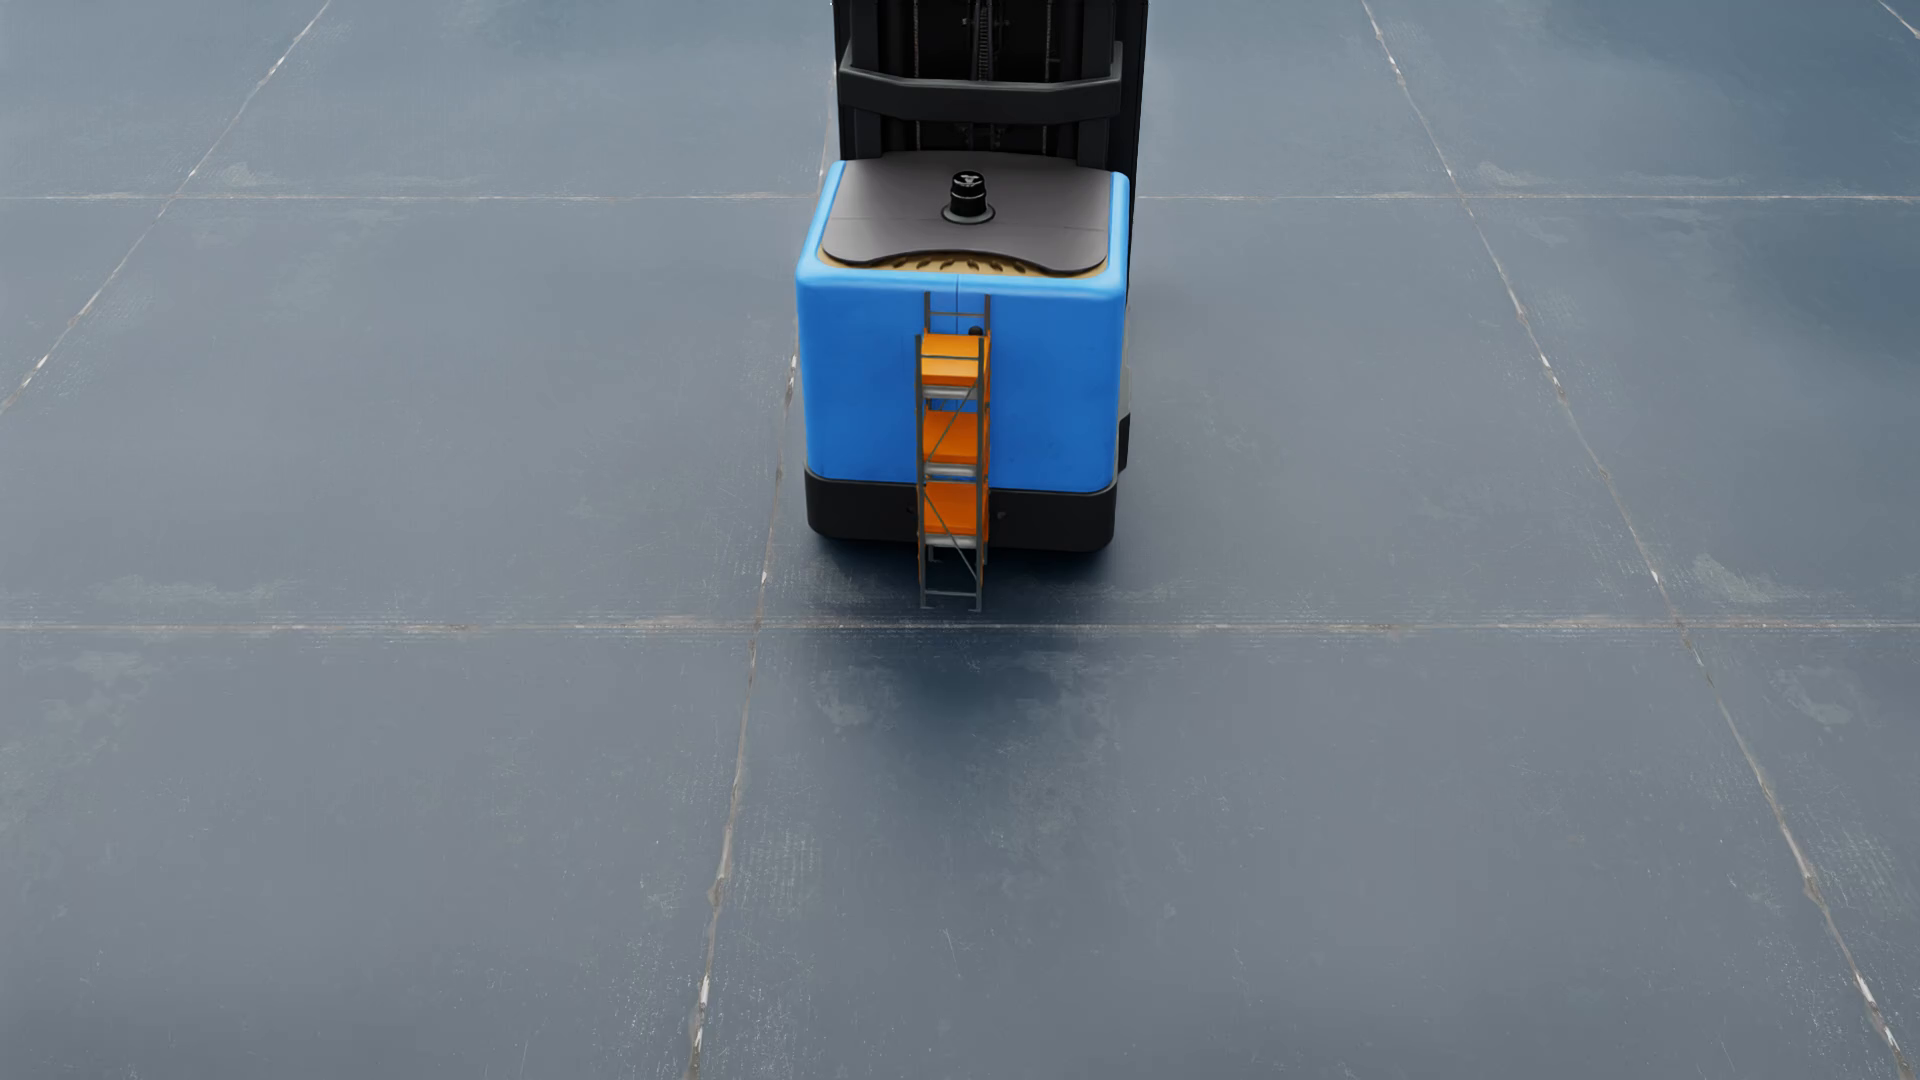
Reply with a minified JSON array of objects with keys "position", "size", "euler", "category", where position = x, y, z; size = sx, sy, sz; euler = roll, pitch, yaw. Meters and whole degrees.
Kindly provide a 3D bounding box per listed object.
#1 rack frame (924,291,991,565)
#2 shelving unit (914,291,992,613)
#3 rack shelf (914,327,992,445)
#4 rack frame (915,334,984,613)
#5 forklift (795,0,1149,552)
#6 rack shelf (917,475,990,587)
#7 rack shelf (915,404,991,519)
[{"position":[-0.008,-0.331,5.324],"size":[0.200,1.050,0.008],"euler":[3,39,4],"category":"rack frame"},{"position":[-0.019,-0.255,5.229],"size":[0.215,1.050,0.252],"euler":[3,39,4],"category":"shelving unit"},{"position":[-0.019,-0.469,5.058],"size":[0.215,0.259,0.240],"euler":[3,39,4],"category":"rack shelf"},{"position":[-0.030,-0.179,5.134],"size":[0.200,1.050,0.008],"euler":[3,39,4],"category":"rack frame"},{"position":[0.128,-2.014,5.919],"size":[1.130,2.935,3.031],"euler":[3,39,4],"category":"forklift"},{"position":[-0.019,-0.030,5.410],"size":[0.215,0.259,0.240],"euler":[3,39,4],"category":"rack shelf"},{"position":[-0.019,-0.247,5.236],"size":[0.215,0.259,0.240],"euler":[3,39,4],"category":"rack shelf"}]
